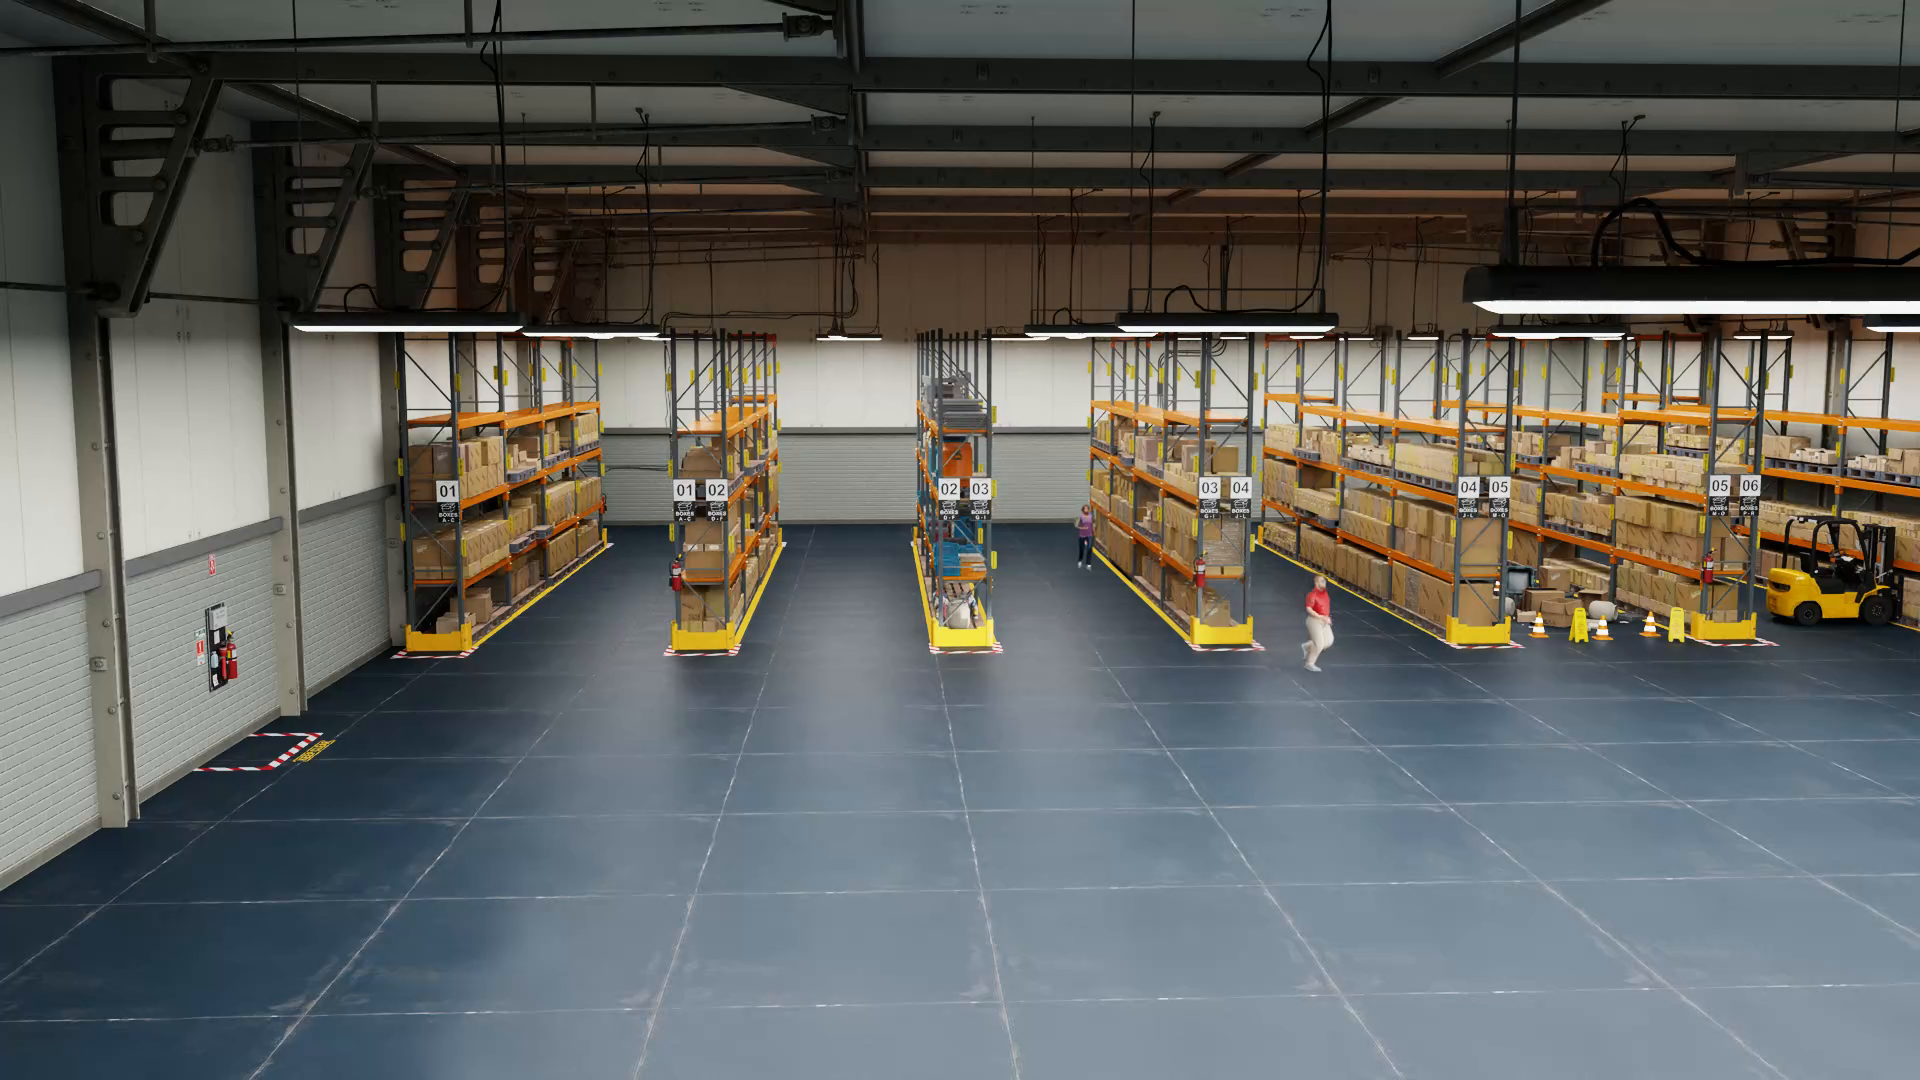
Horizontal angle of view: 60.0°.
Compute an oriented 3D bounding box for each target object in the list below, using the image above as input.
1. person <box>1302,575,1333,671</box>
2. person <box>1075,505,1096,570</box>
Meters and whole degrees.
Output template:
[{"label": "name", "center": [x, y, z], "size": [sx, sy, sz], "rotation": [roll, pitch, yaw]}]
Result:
[{"label": "person", "center": [6.296, 1.457, 29.261], "size": [0.668, 1.696, 0.685], "rotation": [6, 9, 42]}, {"label": "person", "center": [3.051, -0.075, 40.318], "size": [0.551, 1.571, 0.775], "rotation": [-1, 7, -9]}]
